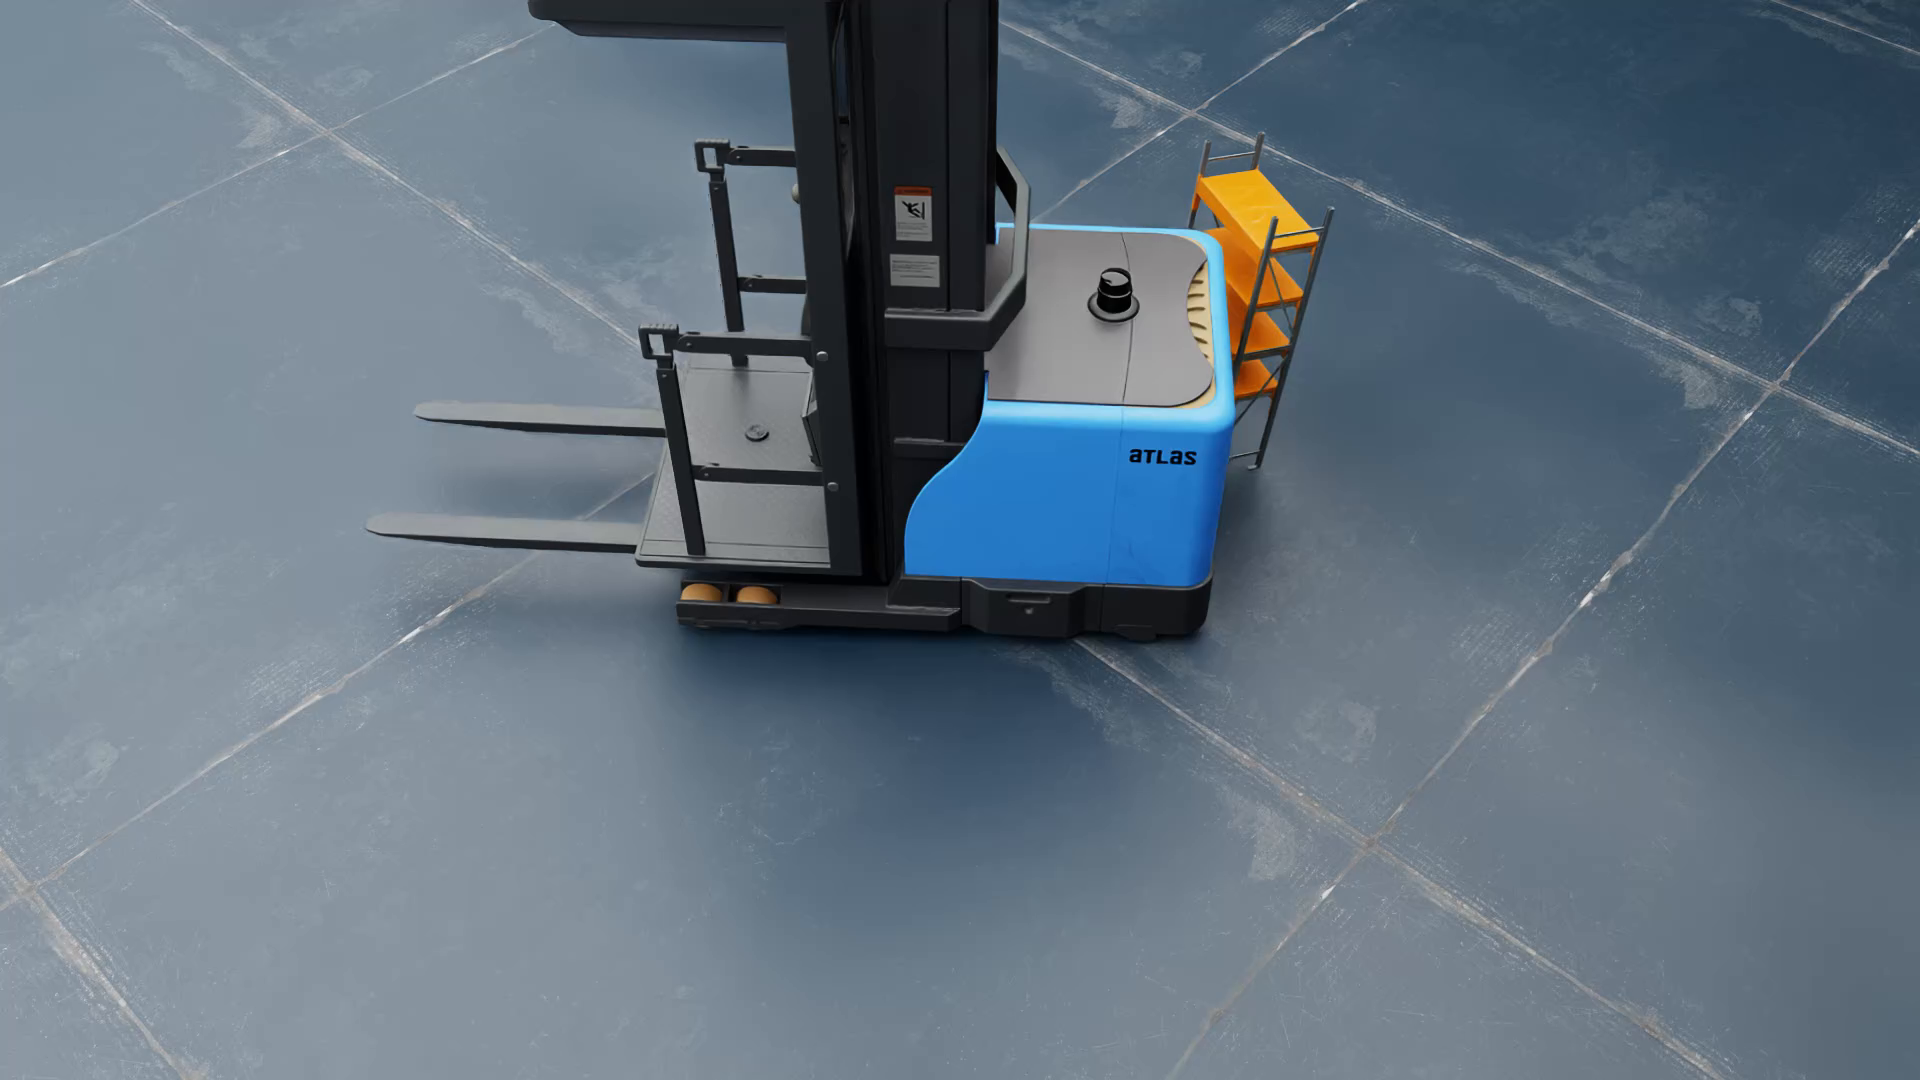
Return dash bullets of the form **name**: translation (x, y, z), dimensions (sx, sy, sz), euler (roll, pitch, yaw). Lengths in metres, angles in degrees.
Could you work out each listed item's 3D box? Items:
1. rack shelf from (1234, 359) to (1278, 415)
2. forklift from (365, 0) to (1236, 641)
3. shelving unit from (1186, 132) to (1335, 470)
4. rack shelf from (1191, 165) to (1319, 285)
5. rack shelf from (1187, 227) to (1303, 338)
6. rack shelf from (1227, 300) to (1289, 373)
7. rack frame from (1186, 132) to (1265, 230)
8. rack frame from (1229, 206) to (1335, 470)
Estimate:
- **rack shelf**: translation (1.002, -0.665, 6.400), dimensions (0.258, 0.148, 0.480), euler (-13, 48, -18)
- **forklift**: translation (-0.610, -1.065, 5.239), dimensions (3.031, 2.935, 1.130), euler (3, 47, 2)
- **shelving unit**: translation (1.024, -0.852, 6.213), dimensions (0.258, 1.200, 0.503), euler (-13, 48, -18)
- **rack shelf**: translation (1.057, -1.129, 5.936), dimensions (0.258, 0.148, 0.480), euler (-13, 48, -18)
- **rack shelf**: translation (1.037, -0.963, 6.103), dimensions (0.258, 0.148, 0.480), euler (-13, 48, -18)
- **rack shelf**: translation (1.018, -0.805, 6.260), dimensions (0.258, 0.148, 0.480), euler (-13, 48, -18)
- **rack frame**: translation (0.934, -1.018, 6.368), dimensions (0.240, 1.200, 0.015), euler (-13, 48, -18)
- **rack frame**: translation (1.114, -0.687, 6.058), dimensions (0.240, 1.200, 0.015), euler (-13, 48, -18)
